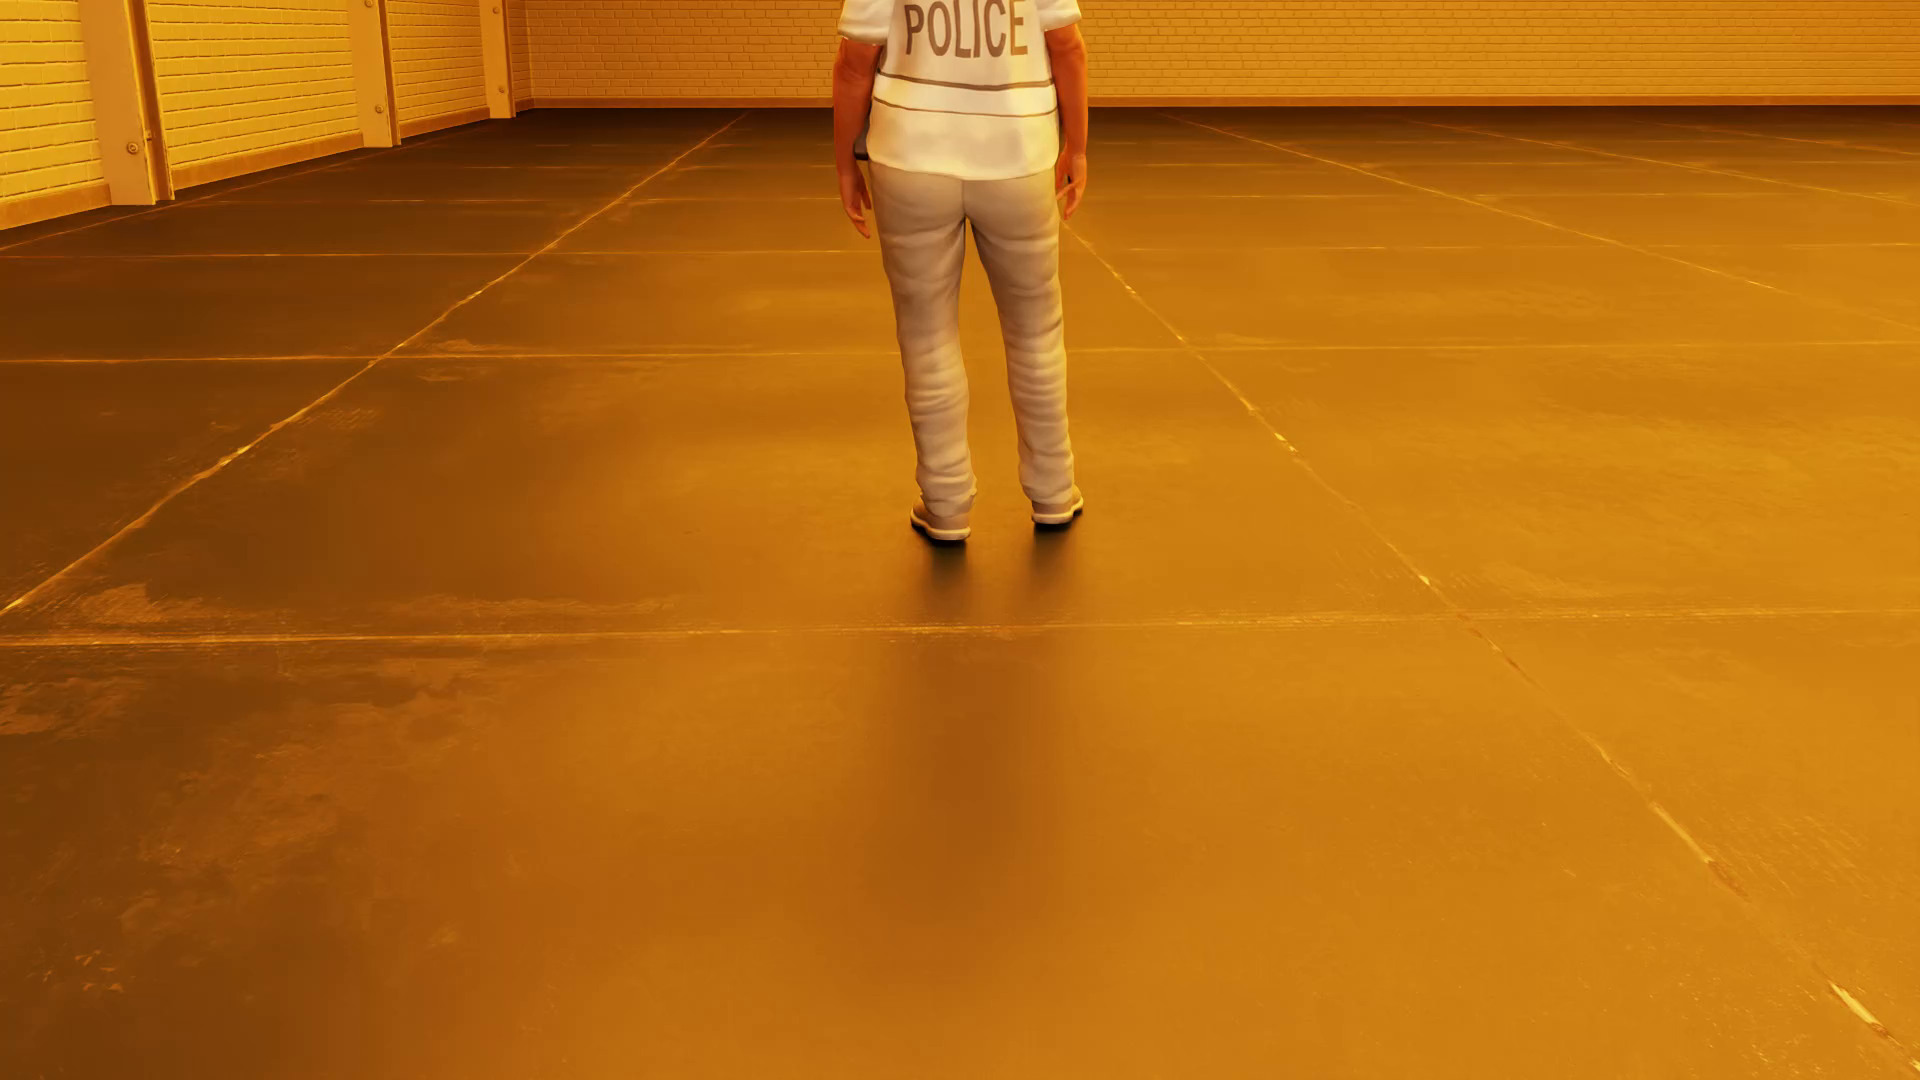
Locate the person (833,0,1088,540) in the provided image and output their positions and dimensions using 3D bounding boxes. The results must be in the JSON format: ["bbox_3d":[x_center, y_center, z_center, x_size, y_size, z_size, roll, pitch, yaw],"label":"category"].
[{"bbox_3d":[0.019,-0.827,3.746,0.598,1.670,0.529,-1,17,-3],"label":"person"}]
